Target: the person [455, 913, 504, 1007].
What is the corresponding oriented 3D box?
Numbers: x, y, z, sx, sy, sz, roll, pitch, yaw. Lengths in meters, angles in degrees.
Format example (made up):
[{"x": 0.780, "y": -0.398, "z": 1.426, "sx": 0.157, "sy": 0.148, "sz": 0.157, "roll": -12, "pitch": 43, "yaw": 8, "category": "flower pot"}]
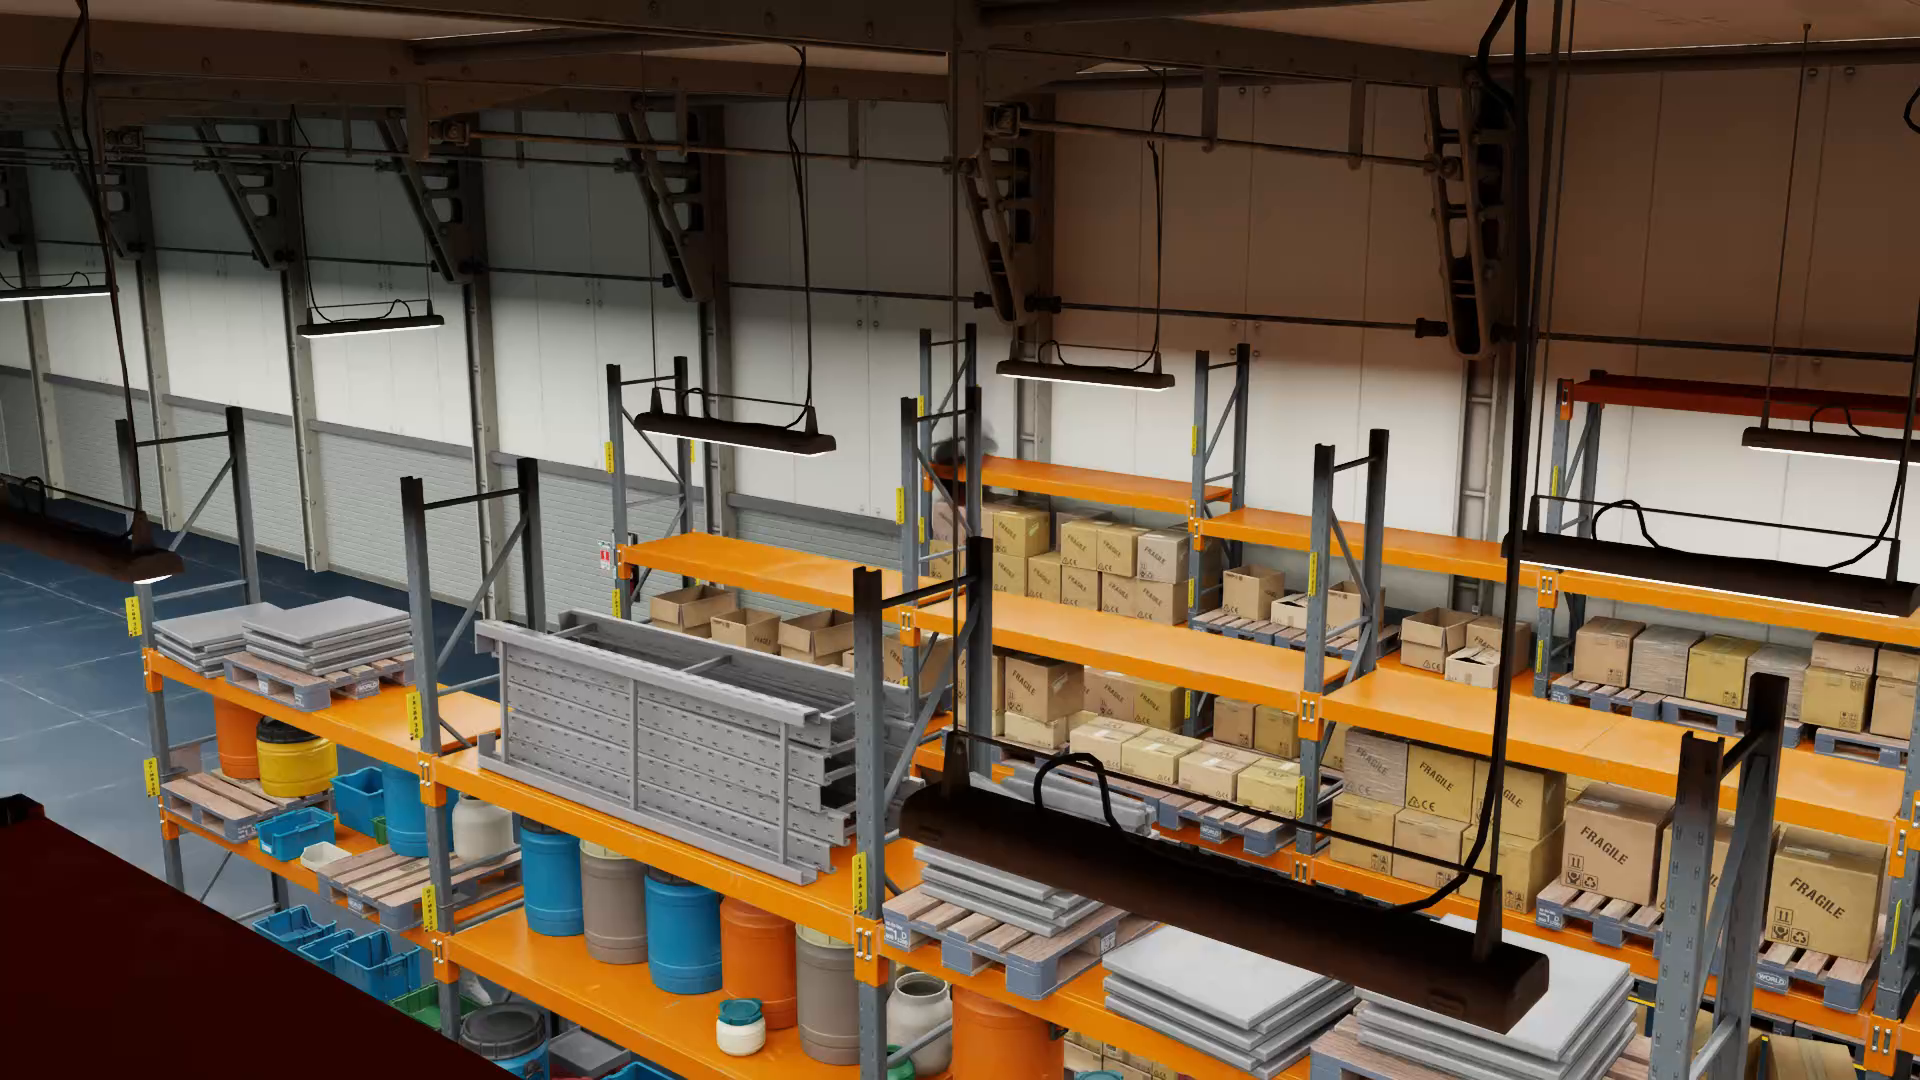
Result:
[{"x": -4.618, "y": 3.806, "z": 15.594, "sx": 0.690, "sy": 1.699, "sz": 0.578, "roll": 4, "pitch": 13, "yaw": 19, "category": "person"}]
